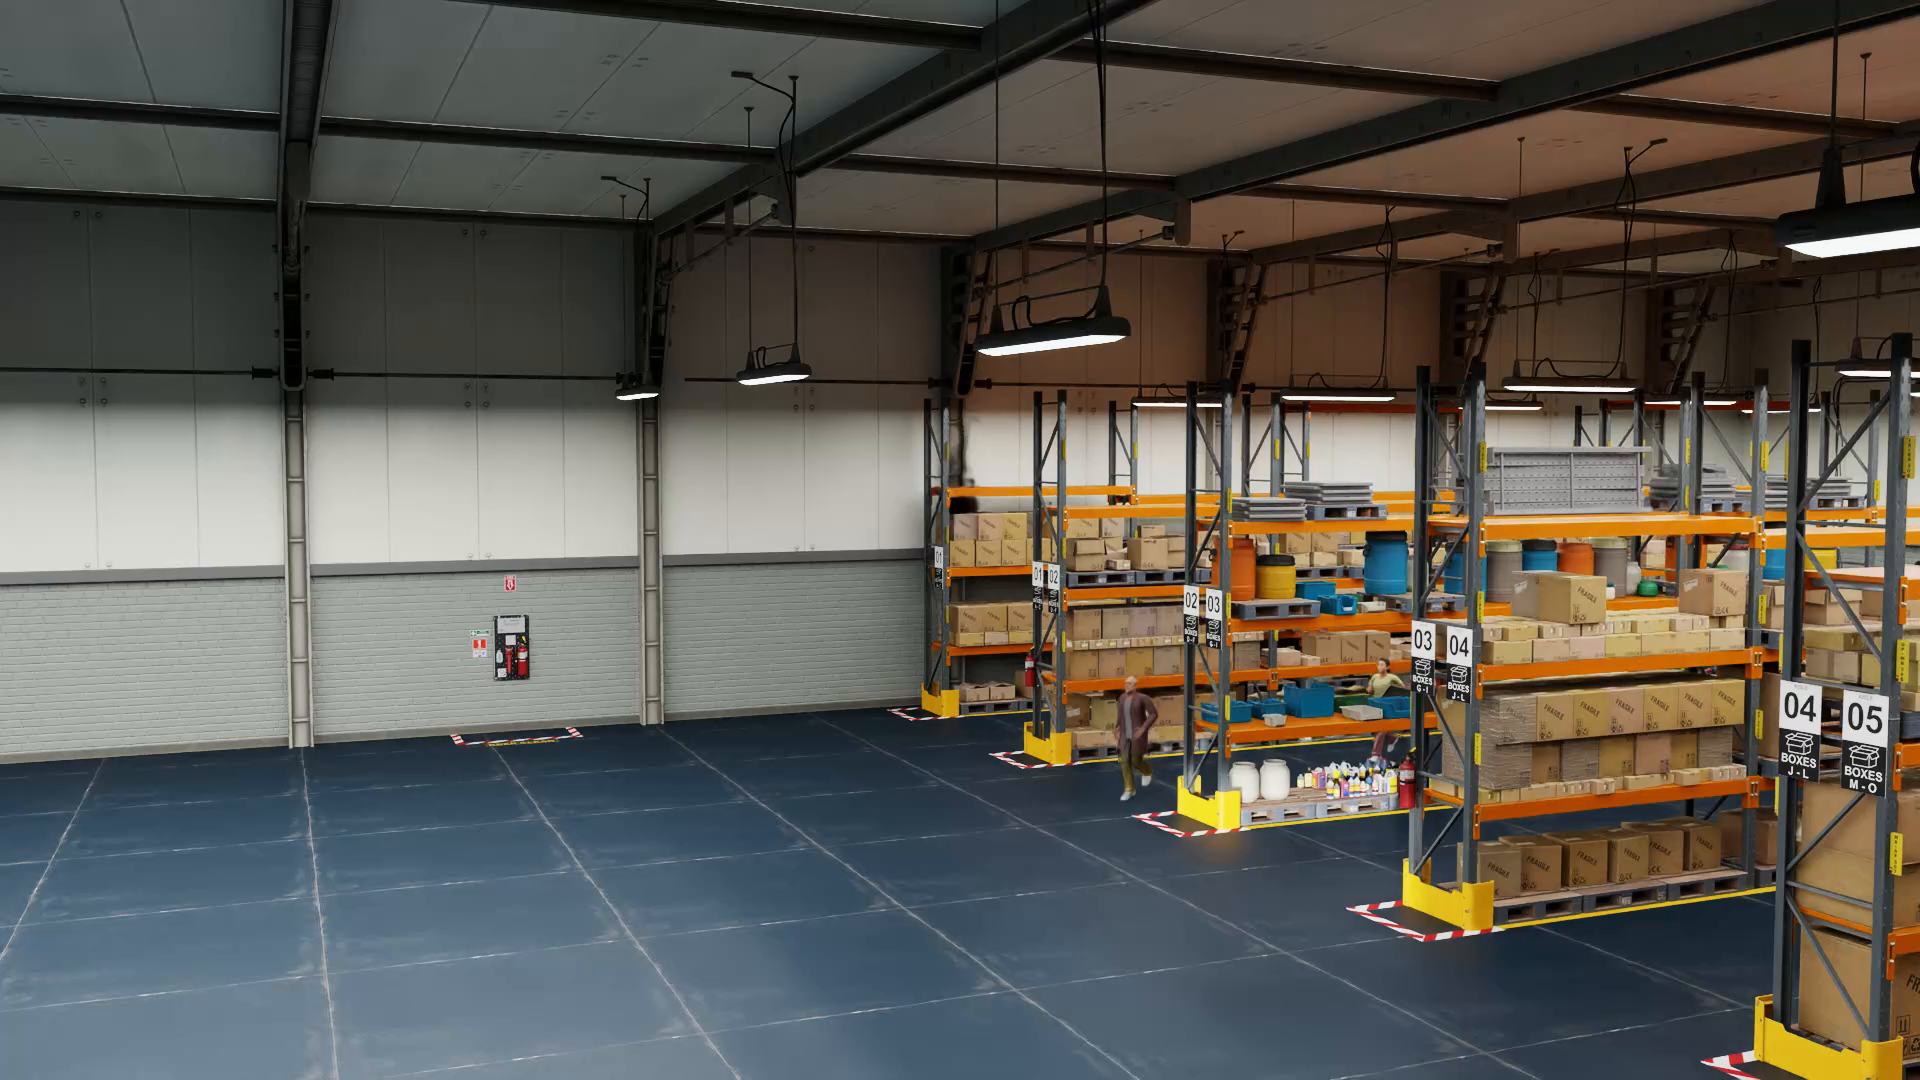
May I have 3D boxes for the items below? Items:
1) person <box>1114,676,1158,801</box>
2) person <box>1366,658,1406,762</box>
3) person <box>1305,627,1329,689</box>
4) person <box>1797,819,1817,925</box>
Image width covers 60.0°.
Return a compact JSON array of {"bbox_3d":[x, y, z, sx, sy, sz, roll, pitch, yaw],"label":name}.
[{"bbox_3d":[2.585,2.867,24.232,0.711,1.788,0.820,3,4,38],"label":"person"},{"bbox_3d":[6.870,2.727,26.943,0.904,1.655,0.593,-3,5,-43],"label":"person"},{"bbox_3d":[6.890,2.438,31.668,0.880,1.765,0.711,-1,4,-23],"label":"person"},{"bbox_3d":[8.643,3.287,16.539,0.678,1.685,0.685,-2,4,-28],"label":"person"}]
